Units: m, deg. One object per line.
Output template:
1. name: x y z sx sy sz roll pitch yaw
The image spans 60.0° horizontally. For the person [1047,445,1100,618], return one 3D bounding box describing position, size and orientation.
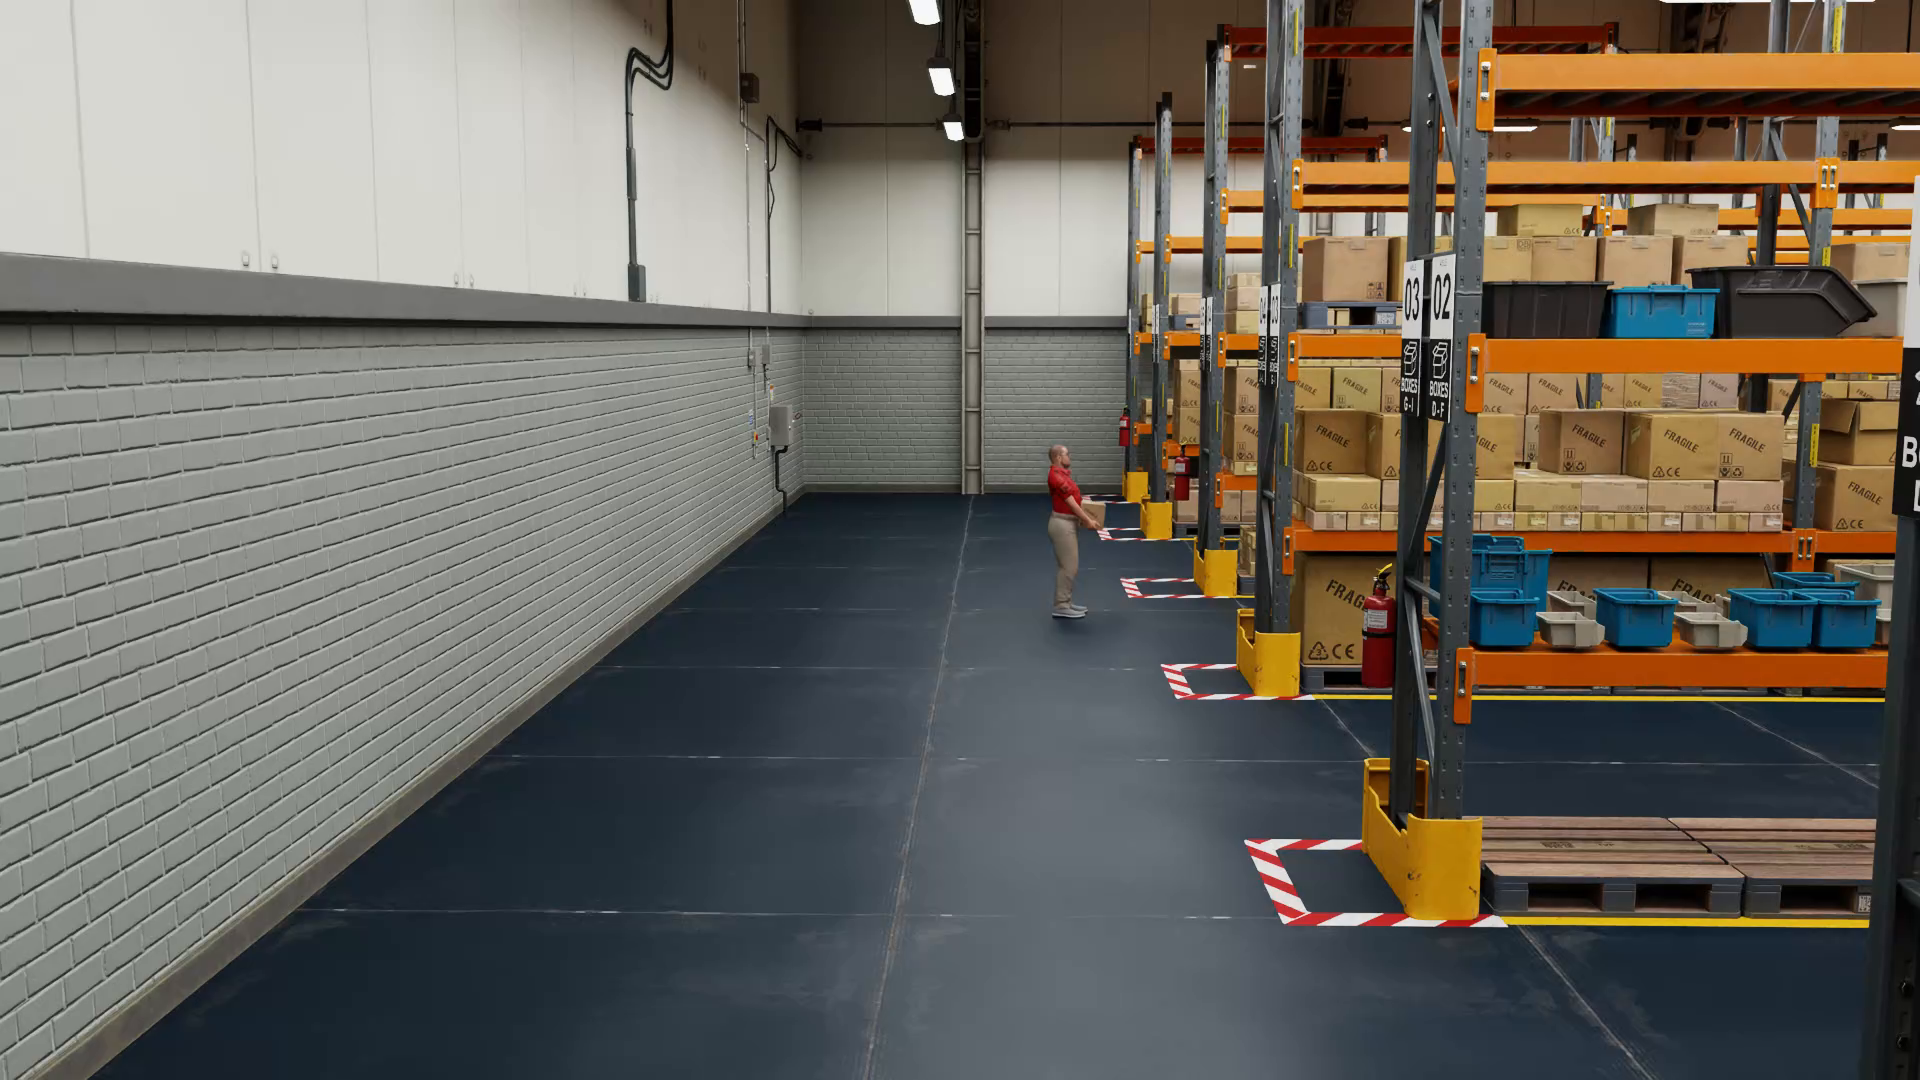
1. person: 1.136 -0.098 16.663 0.531 1.713 0.494 0 7 2
